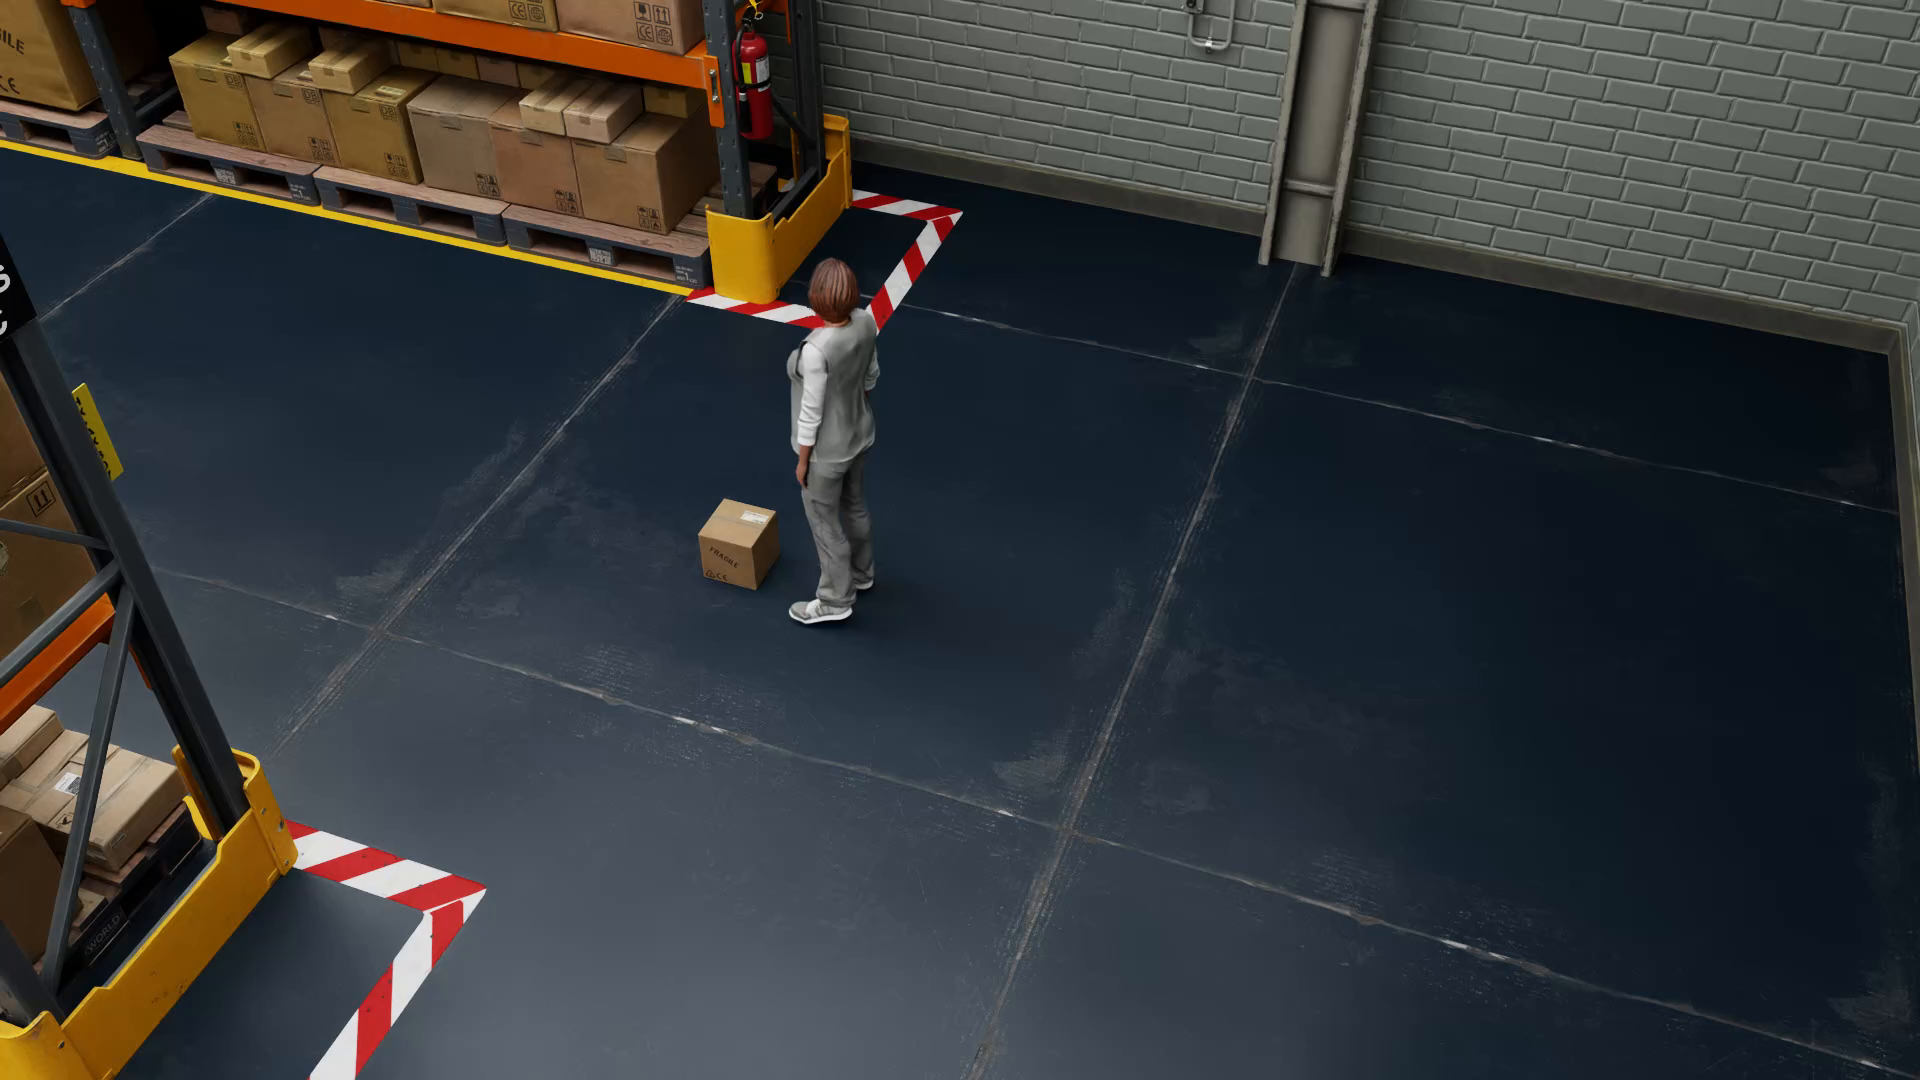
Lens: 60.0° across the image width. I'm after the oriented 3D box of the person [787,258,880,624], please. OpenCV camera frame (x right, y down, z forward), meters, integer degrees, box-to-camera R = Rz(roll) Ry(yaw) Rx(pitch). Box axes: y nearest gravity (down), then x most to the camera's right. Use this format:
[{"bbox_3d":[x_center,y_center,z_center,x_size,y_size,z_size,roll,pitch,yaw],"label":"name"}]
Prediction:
[{"bbox_3d":[-0.502,-0.381,6.569,0.315,1.602,0.518,21,46,22],"label":"person"}]
